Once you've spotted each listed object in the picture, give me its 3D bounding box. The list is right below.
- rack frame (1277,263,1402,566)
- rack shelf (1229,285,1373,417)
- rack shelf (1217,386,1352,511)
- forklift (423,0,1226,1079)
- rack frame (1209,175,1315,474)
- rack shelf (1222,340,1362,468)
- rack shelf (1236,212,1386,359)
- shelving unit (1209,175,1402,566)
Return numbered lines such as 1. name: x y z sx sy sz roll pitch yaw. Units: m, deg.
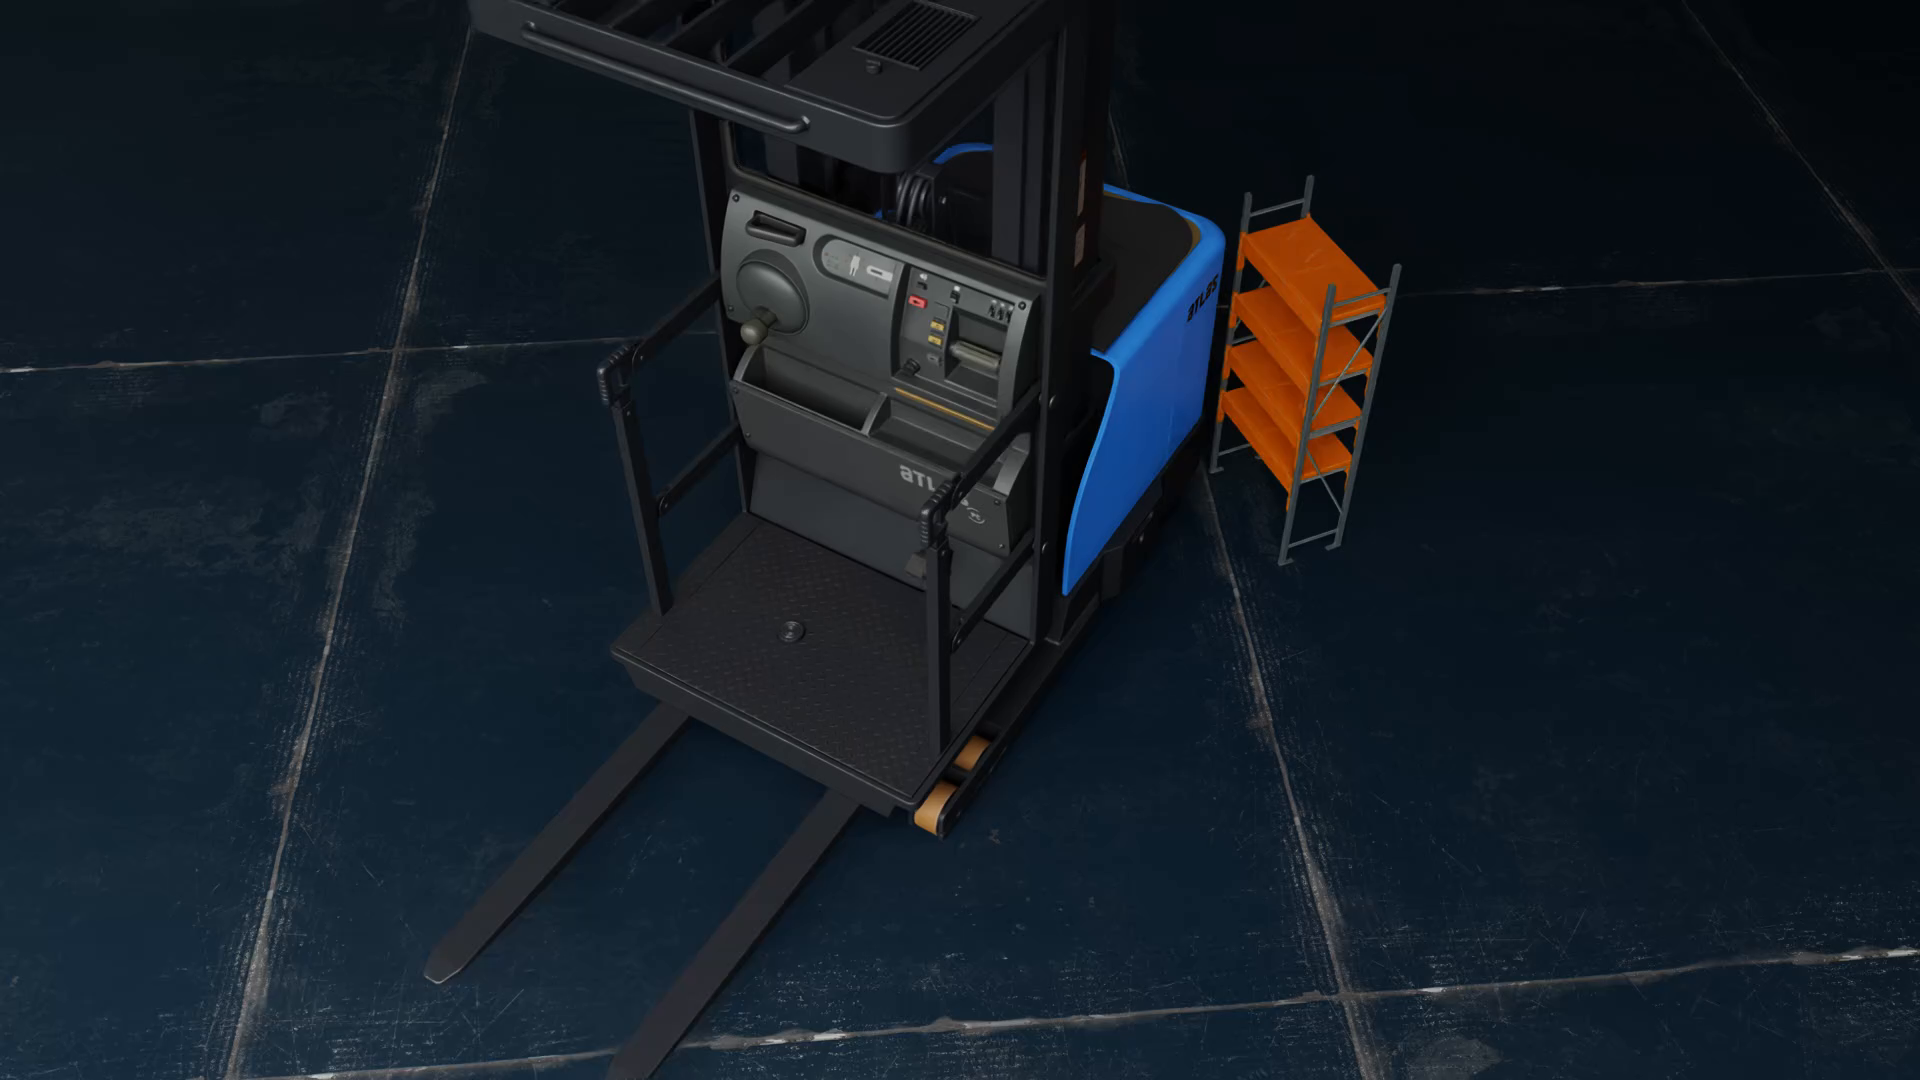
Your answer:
1. rack frame: 1.186 -0.359 5.260 0.240 1.200 0.015 -18 49 -15
2. rack shelf: 1.089 -0.629 5.300 0.258 0.148 0.480 -18 49 -15
3. rack shelf: 1.097 -0.341 5.609 0.258 0.148 0.480 -18 49 -15
4. forklift: -0.343 -0.529 4.232 1.130 2.935 3.031 24 51 21
5. rack frame: 0.998 -0.686 5.570 0.240 1.200 0.015 -18 49 -15
6. rack shelf: 1.093 -0.476 5.464 0.258 0.148 0.480 -18 49 -15
7. rack shelf: 1.085 -0.790 5.127 0.258 0.148 0.480 -18 49 -15
8. shelving unit: 1.092 -0.522 5.415 0.258 1.200 0.503 -18 49 -15
